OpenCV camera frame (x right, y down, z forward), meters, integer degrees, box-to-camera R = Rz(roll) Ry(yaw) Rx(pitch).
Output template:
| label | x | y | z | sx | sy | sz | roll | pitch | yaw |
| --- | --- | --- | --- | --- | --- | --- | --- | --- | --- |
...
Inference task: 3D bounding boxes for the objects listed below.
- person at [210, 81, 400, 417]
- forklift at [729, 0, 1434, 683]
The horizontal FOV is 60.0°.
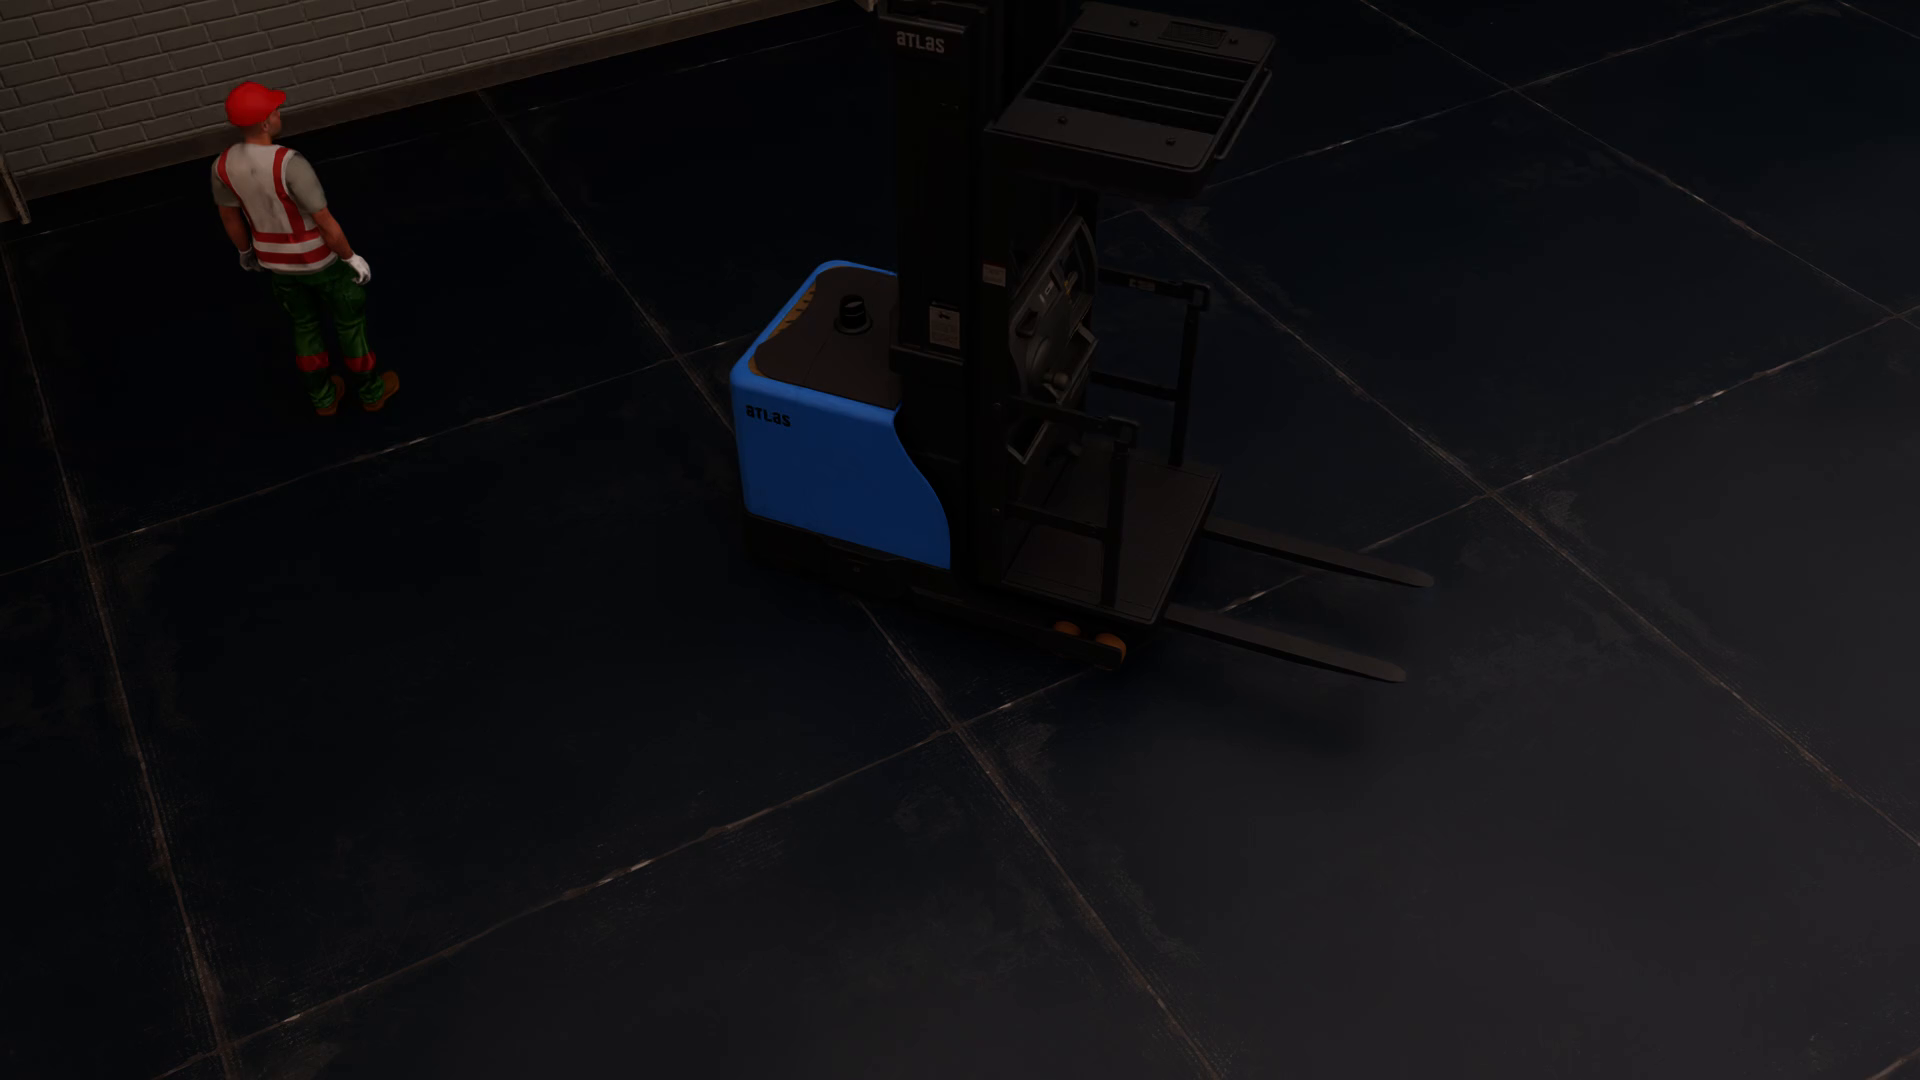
| label | x | y | z | sx | sy | sz | roll | pitch | yaw |
| --- | --- | --- | --- | --- | --- | --- | --- | --- | --- |
| person | -3.157 | -1.389 | 8.039 | 0.671 | 1.791 | 0.403 | 6 | 43 | 6 |
| forklift | 0.567 | -0.920 | 6.690 | 3.031 | 2.935 | 1.130 | 16 | 45 | 16 |
